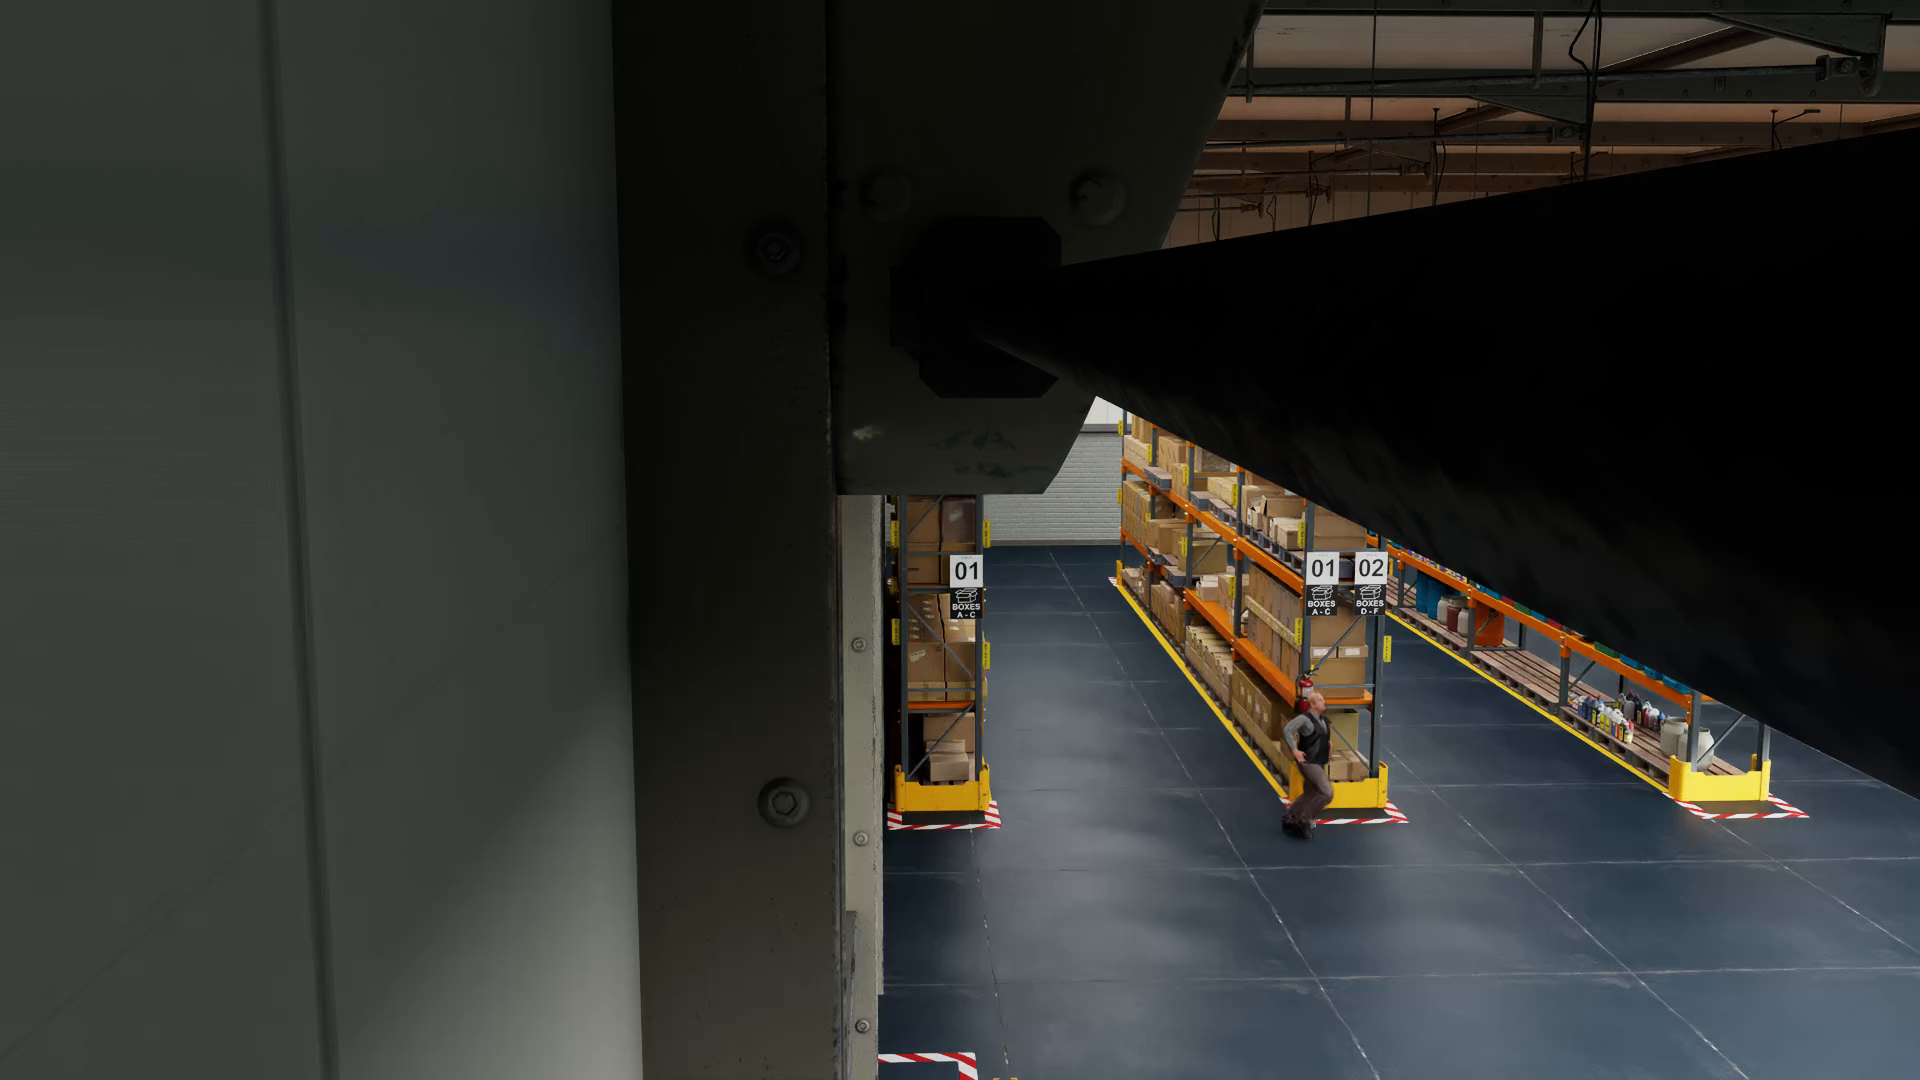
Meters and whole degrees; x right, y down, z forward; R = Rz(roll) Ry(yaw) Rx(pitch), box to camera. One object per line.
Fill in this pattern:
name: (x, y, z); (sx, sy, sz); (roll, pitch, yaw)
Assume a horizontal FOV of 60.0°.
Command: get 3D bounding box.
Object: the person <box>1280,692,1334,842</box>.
person: (4.134, 2.639, 19.525); (0.663, 1.712, 0.651); (5, 10, 32)
